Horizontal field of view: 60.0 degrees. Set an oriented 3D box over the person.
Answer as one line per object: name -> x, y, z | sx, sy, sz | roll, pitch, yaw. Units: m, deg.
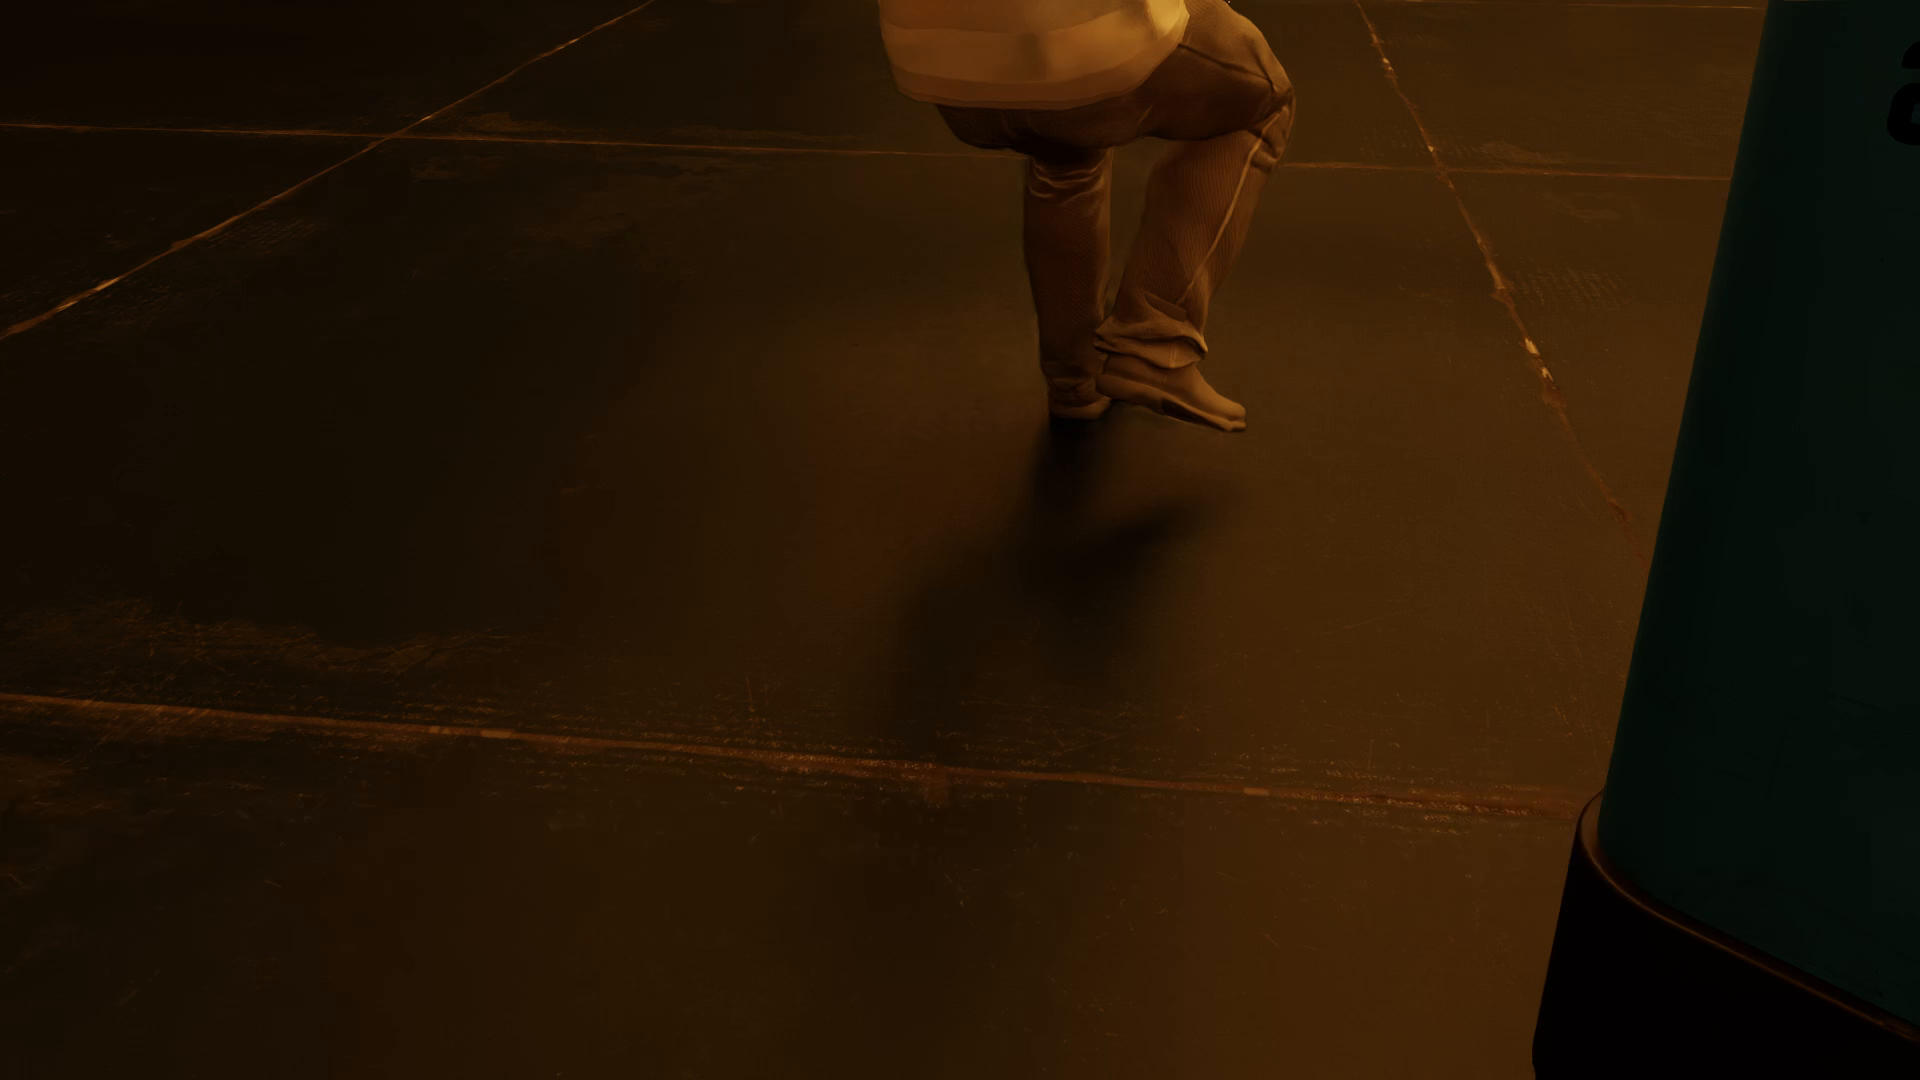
person -> 0.198, -0.838, 2.431 | 1.242, 1.576, 0.851 | 17, 31, 30
